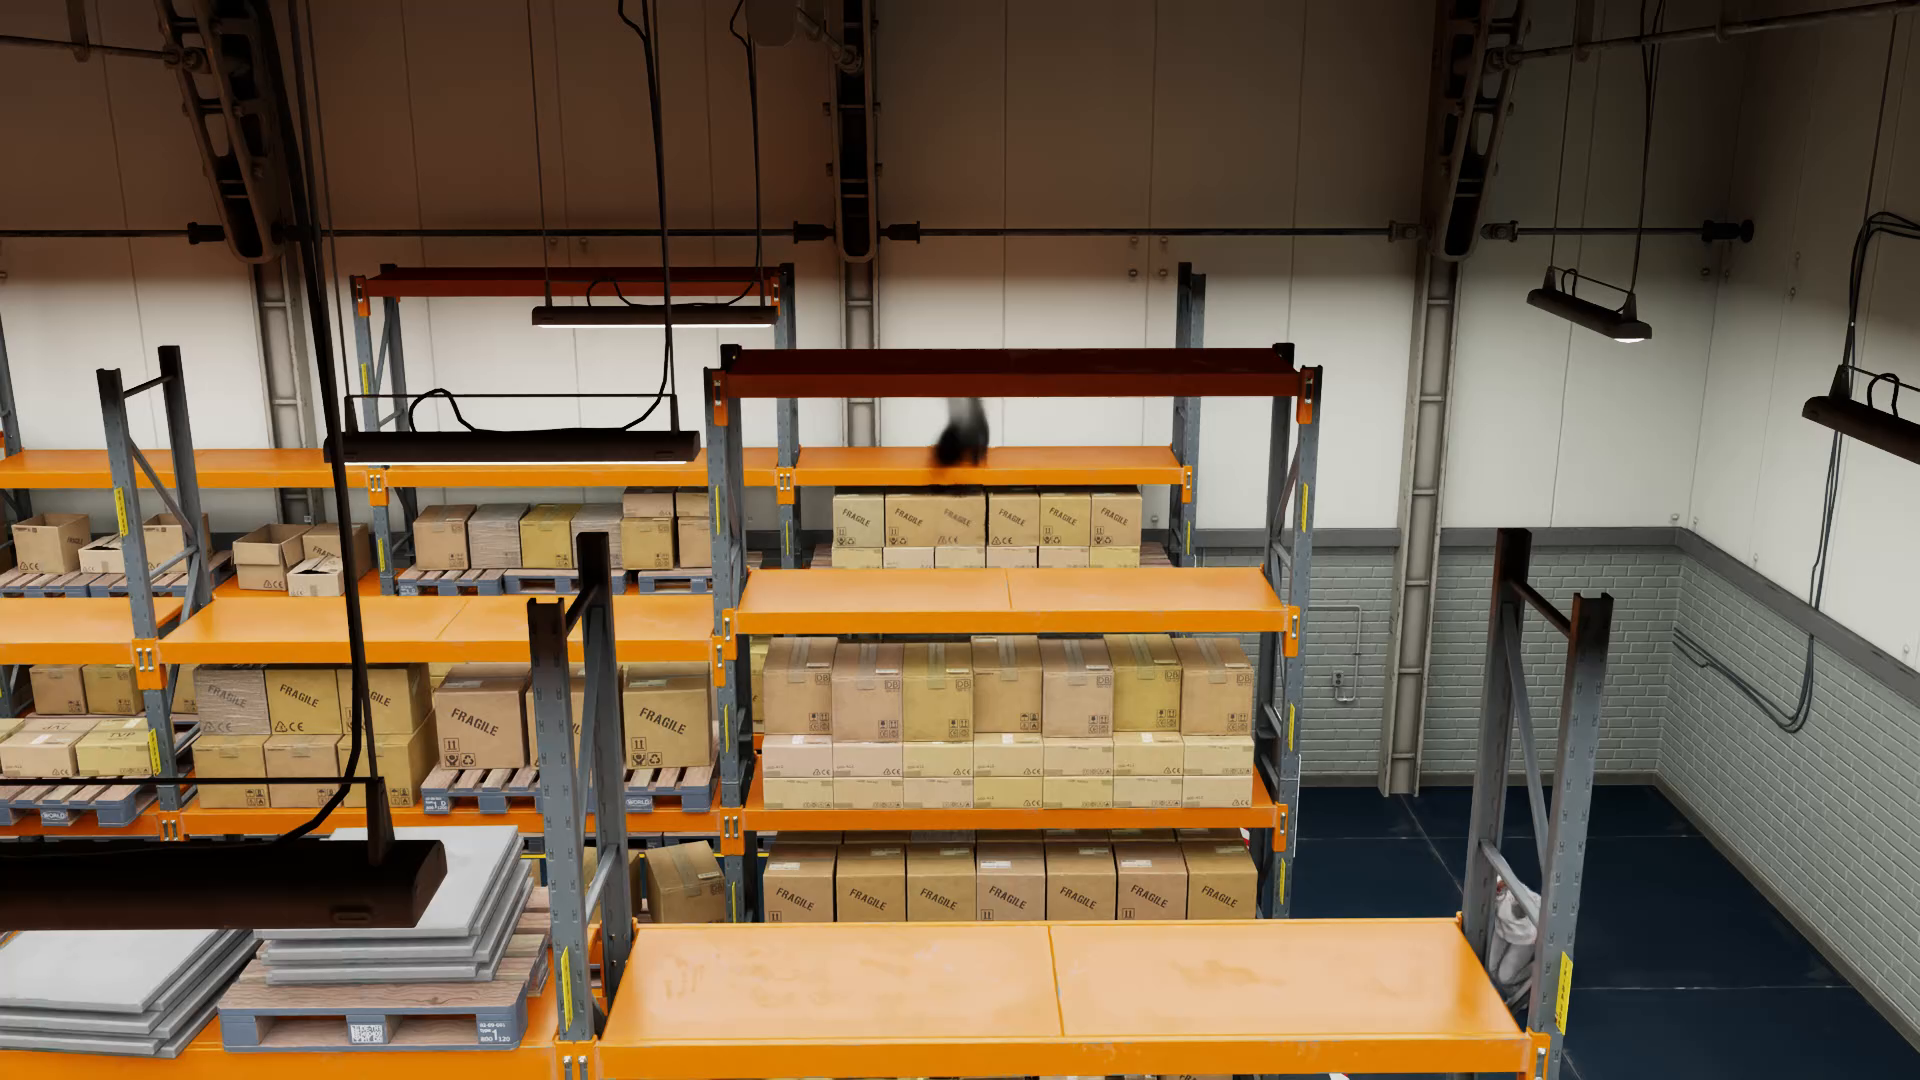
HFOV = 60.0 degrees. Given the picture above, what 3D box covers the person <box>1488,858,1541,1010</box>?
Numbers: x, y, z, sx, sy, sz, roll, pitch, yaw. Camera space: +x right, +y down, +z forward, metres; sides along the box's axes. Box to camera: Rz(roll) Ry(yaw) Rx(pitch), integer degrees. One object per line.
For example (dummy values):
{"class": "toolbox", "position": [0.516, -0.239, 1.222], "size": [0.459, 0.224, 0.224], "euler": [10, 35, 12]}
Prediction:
{"class": "person", "position": [4.712, 3.378, 14.143], "size": [0.862, 1.591, 0.686], "euler": [-10, 19, -32]}
